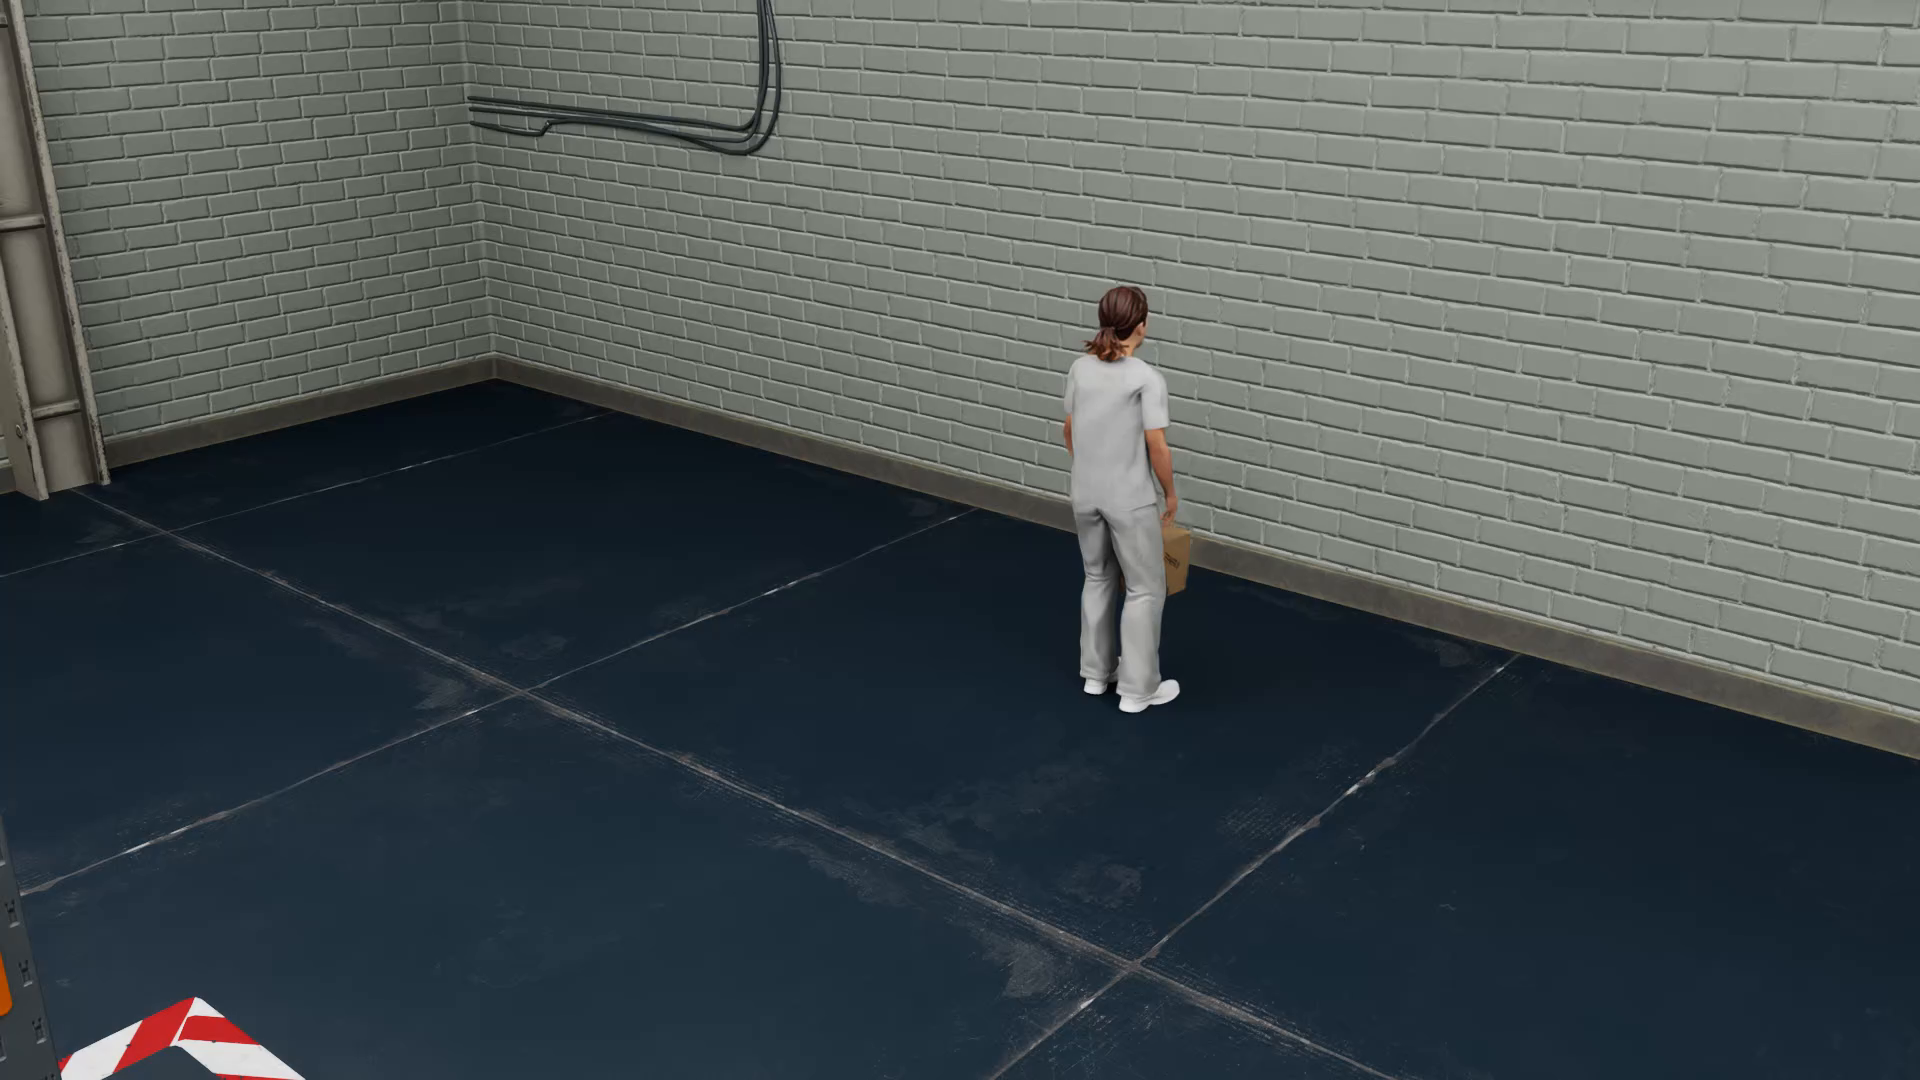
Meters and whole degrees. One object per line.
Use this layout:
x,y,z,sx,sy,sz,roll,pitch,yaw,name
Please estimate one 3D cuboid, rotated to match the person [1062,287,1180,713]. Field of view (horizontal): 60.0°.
0.635,-0.165,6.519,0.475,1.676,0.415,15,25,35,person
